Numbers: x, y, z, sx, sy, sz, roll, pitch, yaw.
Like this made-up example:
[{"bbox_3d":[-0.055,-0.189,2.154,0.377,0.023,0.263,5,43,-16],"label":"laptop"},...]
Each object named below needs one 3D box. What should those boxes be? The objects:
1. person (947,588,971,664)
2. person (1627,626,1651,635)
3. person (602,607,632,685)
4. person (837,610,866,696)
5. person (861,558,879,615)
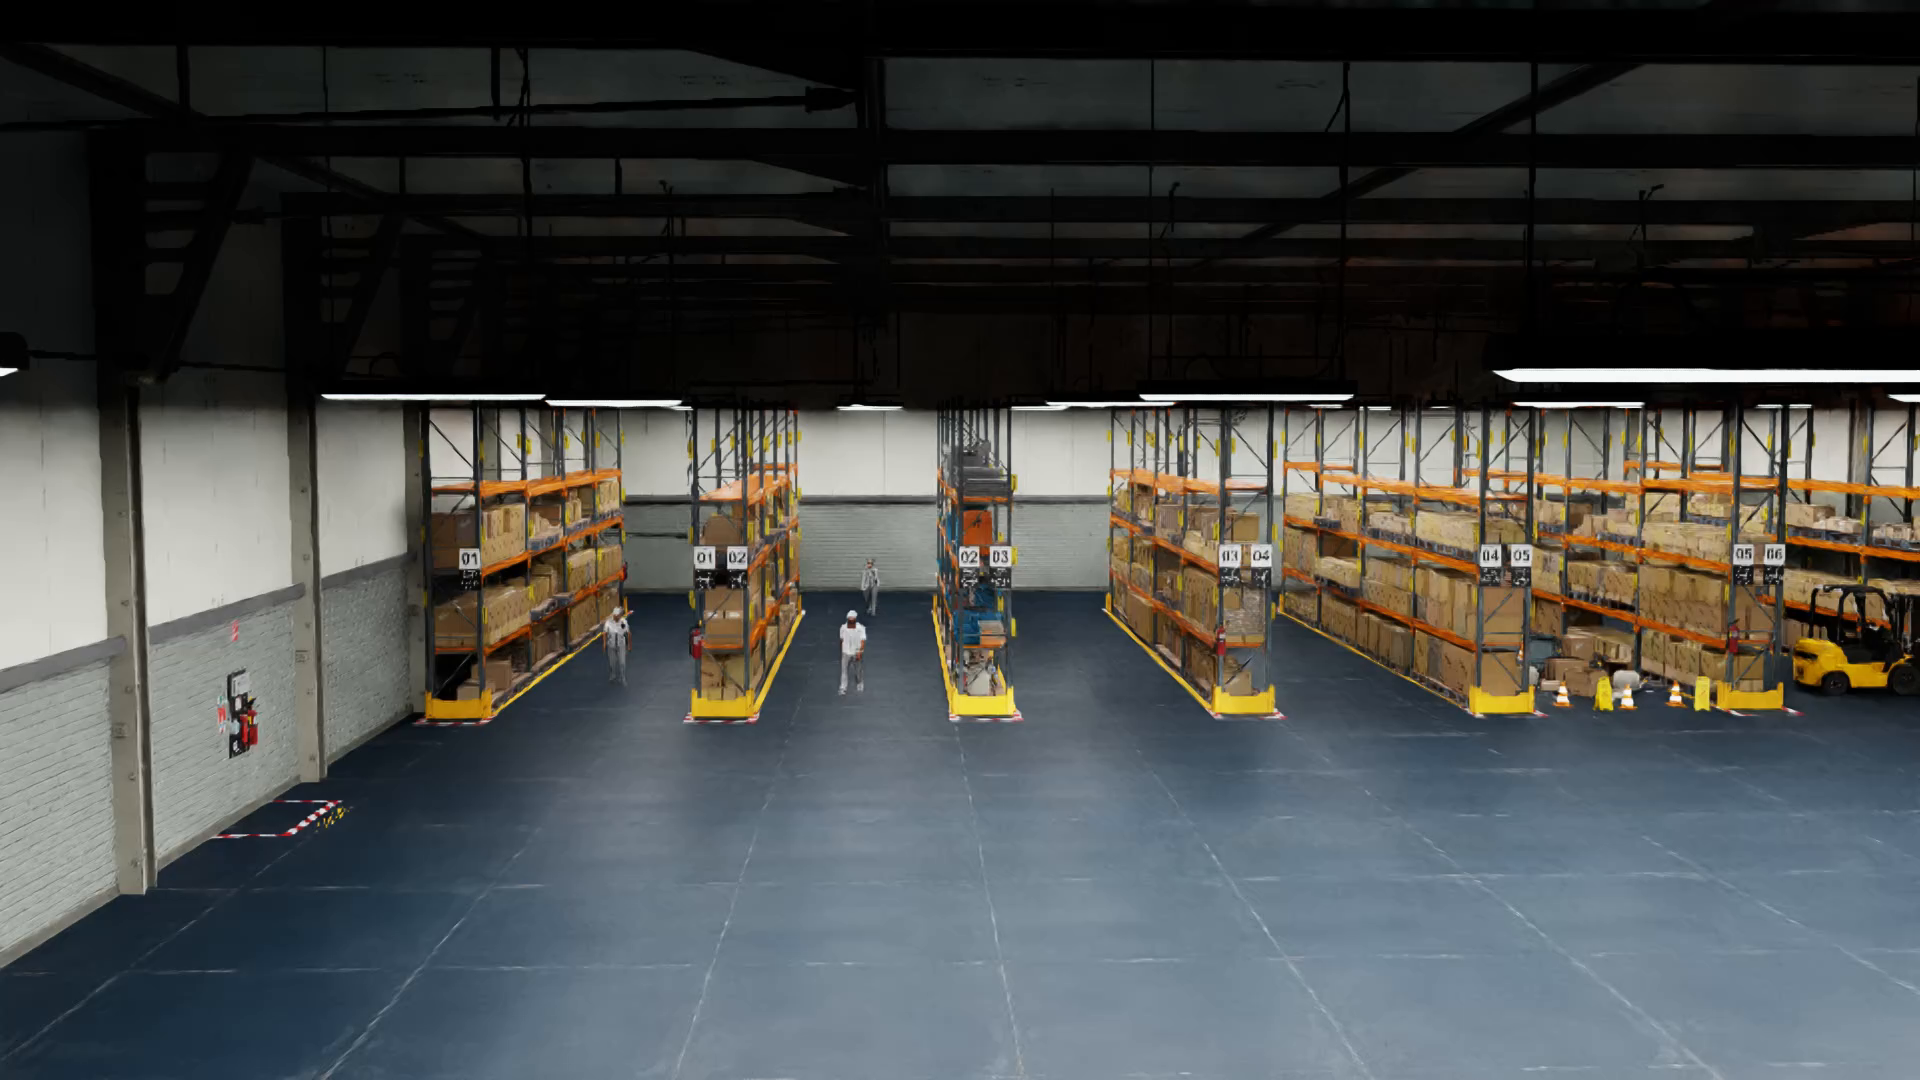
[{"bbox_3d":[-0.014,1.873,36.360,0.483,1.672,0.527,-1,4,-10],"label":"person"},{"bbox_3d":[17.467,1.529,42.692,0.583,1.768,0.630,2,5,23],"label":"person"},{"bbox_3d":[-7.226,2.208,35.045,0.605,1.628,0.702,-1,4,-10],"label":"person"},{"bbox_3d":[-2.175,2.264,33.619,0.571,1.706,1.042,1,4,8],"label":"person"},{"bbox_3d":[-2.543,1.288,46.908,0.495,1.583,1.086,0,4,0],"label":"person"}]
